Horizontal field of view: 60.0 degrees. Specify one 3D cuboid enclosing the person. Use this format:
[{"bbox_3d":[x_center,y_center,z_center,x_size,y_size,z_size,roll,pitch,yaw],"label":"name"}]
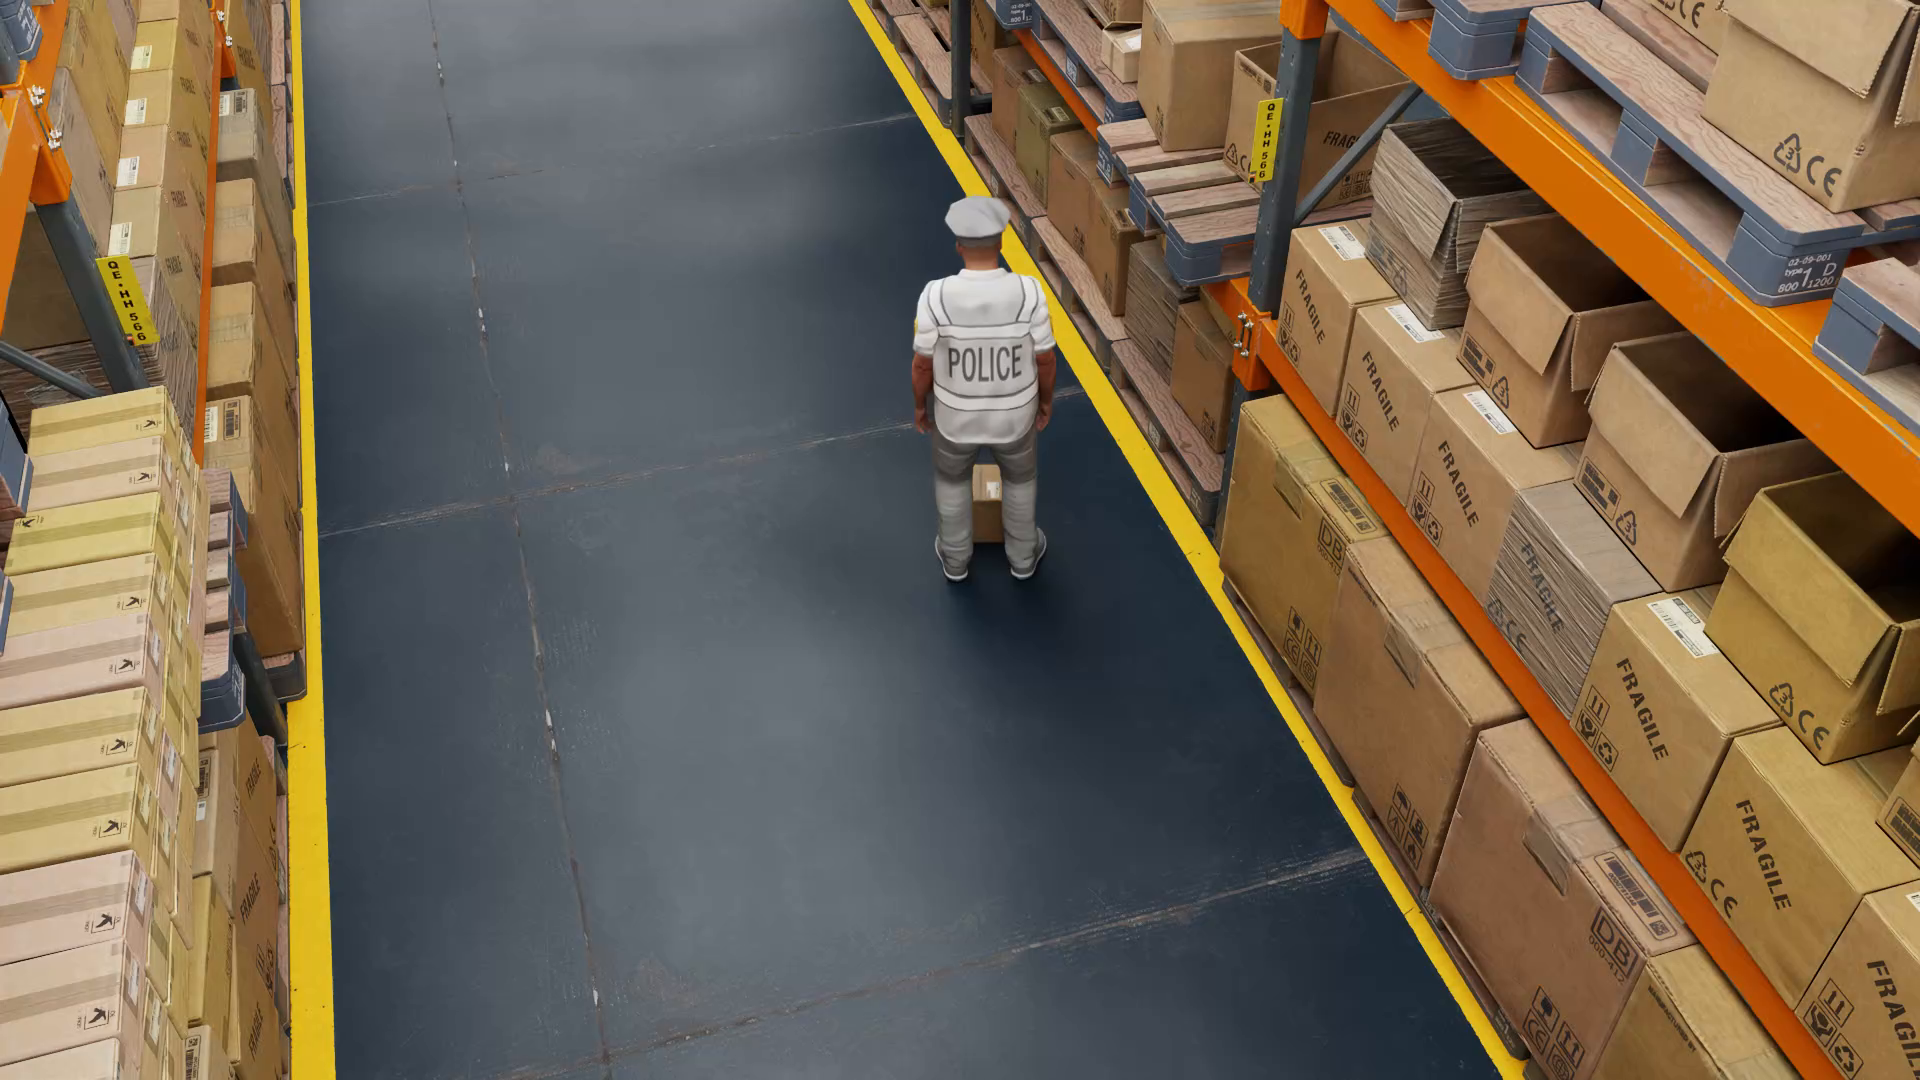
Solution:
[{"bbox_3d":[0.097,-0.534,6.749,0.584,1.747,0.435,-1,42,-1],"label":"person"}]
